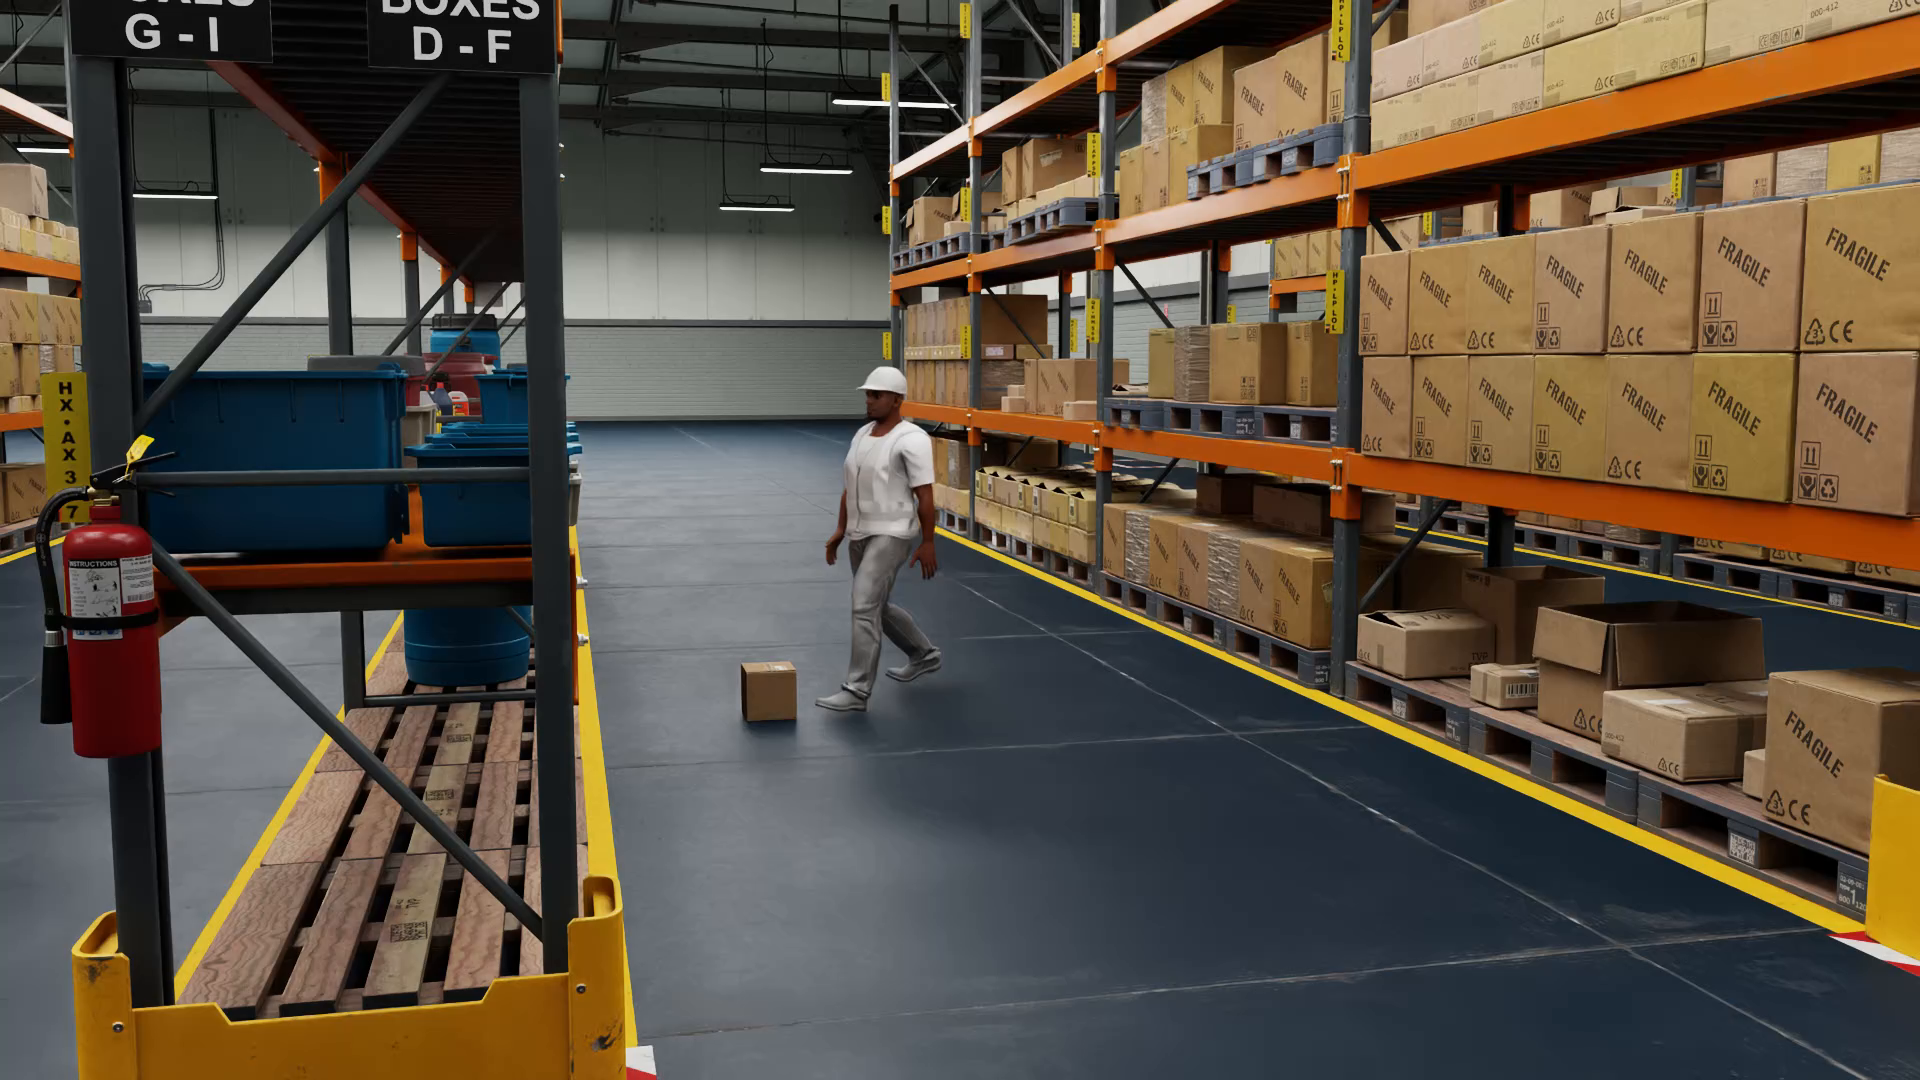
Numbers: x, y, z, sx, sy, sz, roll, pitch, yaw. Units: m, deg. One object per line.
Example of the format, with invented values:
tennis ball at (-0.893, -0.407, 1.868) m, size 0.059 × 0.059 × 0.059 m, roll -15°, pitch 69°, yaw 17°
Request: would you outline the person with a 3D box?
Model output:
person at (-0.434, -0.021, 8.578) m, size 0.943 × 1.734 × 0.598 m, roll -5°, pitch 8°, yaw -38°
